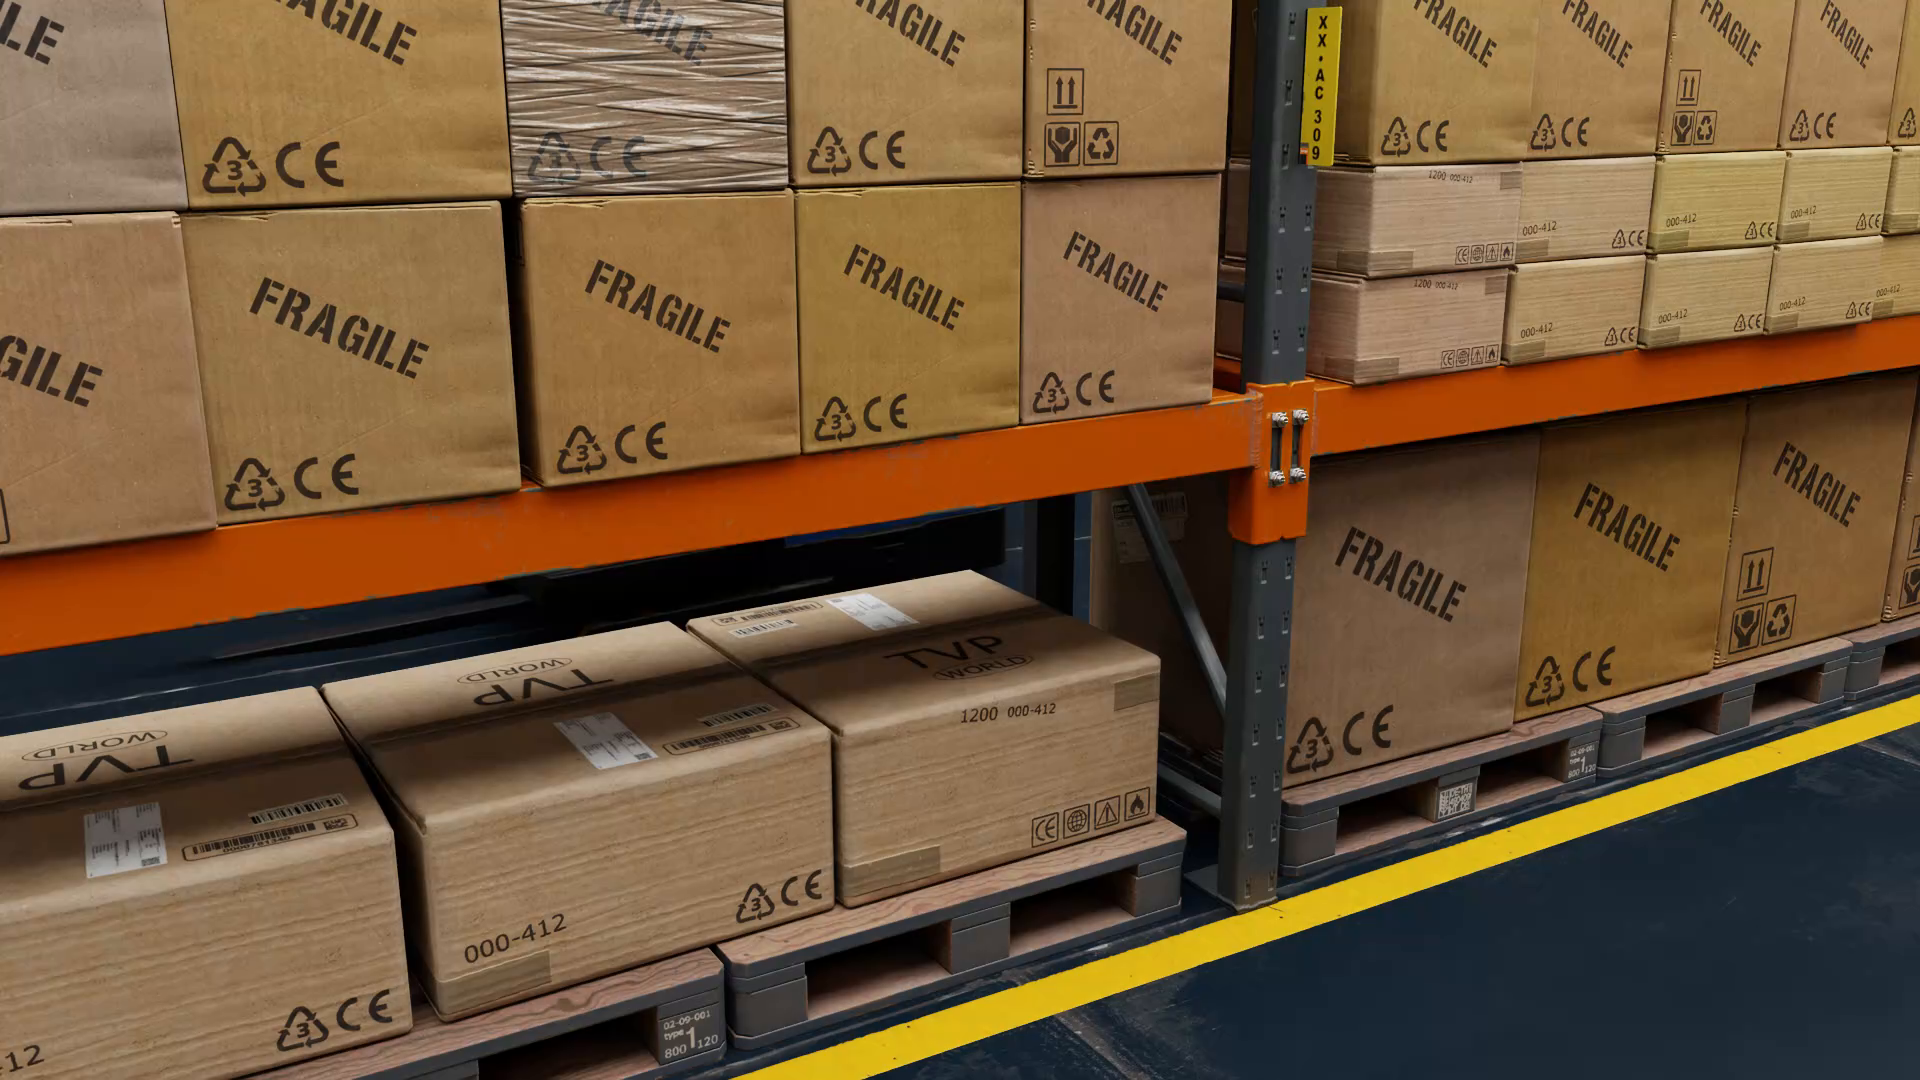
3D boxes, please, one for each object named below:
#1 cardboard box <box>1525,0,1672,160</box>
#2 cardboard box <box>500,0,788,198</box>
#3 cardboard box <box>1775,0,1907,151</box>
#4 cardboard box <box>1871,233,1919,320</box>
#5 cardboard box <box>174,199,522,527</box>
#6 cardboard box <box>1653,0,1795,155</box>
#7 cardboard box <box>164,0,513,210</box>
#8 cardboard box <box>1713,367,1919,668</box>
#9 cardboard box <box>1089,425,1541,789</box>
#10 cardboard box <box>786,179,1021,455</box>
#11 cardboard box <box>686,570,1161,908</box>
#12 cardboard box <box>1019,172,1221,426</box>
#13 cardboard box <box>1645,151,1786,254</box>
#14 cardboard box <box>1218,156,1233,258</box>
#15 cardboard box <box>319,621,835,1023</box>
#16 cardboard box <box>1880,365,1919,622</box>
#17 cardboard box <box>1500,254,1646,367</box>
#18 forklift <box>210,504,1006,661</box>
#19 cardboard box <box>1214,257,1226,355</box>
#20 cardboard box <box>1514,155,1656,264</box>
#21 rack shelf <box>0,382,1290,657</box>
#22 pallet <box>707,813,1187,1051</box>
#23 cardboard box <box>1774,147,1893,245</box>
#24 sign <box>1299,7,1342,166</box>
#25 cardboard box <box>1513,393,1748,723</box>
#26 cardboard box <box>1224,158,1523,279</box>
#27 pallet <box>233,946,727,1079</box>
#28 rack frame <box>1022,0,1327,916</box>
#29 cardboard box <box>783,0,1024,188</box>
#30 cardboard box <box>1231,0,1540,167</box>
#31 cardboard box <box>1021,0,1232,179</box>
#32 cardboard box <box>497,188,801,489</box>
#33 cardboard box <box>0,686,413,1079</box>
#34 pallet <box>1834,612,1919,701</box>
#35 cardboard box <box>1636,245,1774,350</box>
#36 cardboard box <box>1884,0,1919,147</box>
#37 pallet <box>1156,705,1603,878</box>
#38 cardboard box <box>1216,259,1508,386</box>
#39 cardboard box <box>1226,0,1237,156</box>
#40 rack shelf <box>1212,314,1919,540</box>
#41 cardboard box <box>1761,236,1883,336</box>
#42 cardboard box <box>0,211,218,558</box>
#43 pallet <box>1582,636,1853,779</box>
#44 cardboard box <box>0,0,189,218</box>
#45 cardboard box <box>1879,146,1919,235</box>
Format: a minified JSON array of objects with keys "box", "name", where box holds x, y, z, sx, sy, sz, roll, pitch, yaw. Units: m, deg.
[{"box":[1.431,-1.243,4.249,0.500,0.500,0.500,-9,18,-30],"name":"cardboard box"},{"box":[-0.649,-0.900,3.026,0.500,0.500,0.500,-9,18,-29],"name":"cardboard box"},{"box":[2.302,-1.386,4.758,0.500,0.500,0.500,-10,18,-31],"name":"cardboard box"},{"box":[2.743,-0.854,5.178,0.500,0.250,0.500,-9,18,-30],"name":"cardboard box"},{"box":[-1.100,-0.351,2.919,0.500,0.500,0.500,-9,18,-28],"name":"cardboard box"},{"box":[1.862,-1.312,4.496,0.500,0.500,0.500,-10,18,-31],"name":"cardboard box"},{"box":[-1.083,-0.832,2.784,0.500,0.500,0.500,-9,18,-29],"name":"cardboard box"},{"box":[2.511,-0.177,5.643,0.875,0.875,0.875,-9,18,-29],"name":"cardboard box"},{"box":[0.974,0.074,4.745,0.875,0.875,0.875,-9,18,-28],"name":"cardboard box"},{"box":[-0.220,-0.493,3.428,0.500,0.500,0.500,-10,18,-31],"name":"cardboard box"},{"box":[-0.110,0.452,4.208,0.875,0.438,0.875,-10,18,-31],"name":"cardboard box"},{"box":[0.218,-0.566,3.687,0.500,0.500,0.500,-9,18,-29],"name":"cardboard box"},{"box":[1.885,-0.949,4.590,0.500,0.250,0.500,-9,18,-29],"name":"cardboard box"},{"box":[0.737,-0.928,4.514,0.500,0.250,0.500,-9,18,-30],"name":"cardboard box"},{"box":[-0.877,0.577,3.764,0.875,0.438,0.875,-10,18,-31],"name":"cardboard box"},{"box":[3.278,-0.300,6.081,0.875,0.875,0.875,-9,18,-30],"name":"cardboard box"},{"box":[1.440,-0.642,4.420,0.500,0.250,0.500,-10,18,-31],"name":"cardboard box"},{"box":[-1.310,-1.130,6.012,3.031,2.935,1.130,-11,19,-34],"name":"forklift"},{"box":[0.738,-0.690,4.593,0.500,0.250,0.500,-10,18,-31],"name":"cardboard box"},{"box":[1.439,-0.885,4.362,0.500,0.250,0.500,-9,18,-29],"name":"cardboard box"},{"box":[-1.231,-0.017,3.247,4.000,0.370,1.077,-9,18,-30],"name":"rack shelf"},{"box":[-0.208,0.789,4.206,1.213,0.211,1.003,-9,18,-30],"name":"pallet"},{"box":[2.317,-1.020,4.842,0.500,0.250,0.500,-10,18,-31],"name":"cardboard box"},{"box":[0.771,-0.969,3.557,0.005,0.325,0.100,-9,18,-30],"name":"sign"},{"box":[1.744,-0.053,5.200,0.875,0.875,0.875,-9,18,-28],"name":"cardboard box"},{"box":[1.006,-0.806,4.080,0.500,0.250,0.500,-10,18,-31],"name":"cardboard box"},{"box":[-1.255,0.959,3.597,1.213,0.211,1.003,-9,18,-30],"name":"pallet"},{"box":[0.484,-0.642,4.142,0.127,3.000,1.000,-9,18,-30],"name":"rack frame"},{"box":[-0.218,-0.973,3.287,0.500,0.500,0.500,-10,18,-31],"name":"cardboard box"},{"box":[1.009,-1.166,3.974,0.500,0.500,0.500,-9,18,-29],"name":"cardboard box"},{"box":[0.222,-1.042,3.531,0.500,0.500,0.500,-9,18,-30],"name":"cardboard box"},{"box":[-0.644,-0.420,3.166,0.500,0.500,0.500,-10,18,-31],"name":"cardboard box"},{"box":[-1.651,0.702,3.318,0.875,0.438,0.875,-9,18,-28],"name":"cardboard box"},{"box":[3.198,0.237,6.173,1.213,0.211,1.003,-9,18,-30],"name":"pallet"},{"box":[1.887,-0.709,4.661,0.500,0.250,0.500,-9,18,-30],"name":"cardboard box"},{"box":[2.739,-1.454,5.003,0.500,0.500,0.500,-9,18,-30],"name":"cardboard box"},{"box":[1.106,0.576,4.963,1.213,0.211,1.003,-9,18,-30],"name":"pallet"},{"box":[0.997,-0.570,4.162,0.500,0.250,0.500,-10,18,-31],"name":"cardboard box"},{"box":[0.737,-1.292,4.422,0.500,0.500,0.500,-9,18,-28],"name":"cardboard box"},{"box":[2.198,-0.573,5.231,4.000,0.370,1.077,-9,18,-30],"name":"rack shelf"},{"box":[2.321,-0.777,4.901,0.500,0.250,0.500,-10,18,-31],"name":"cardboard box"},{"box":[-1.521,-0.277,2.657,0.500,0.500,0.500,-9,18,-30],"name":"cardboard box"},{"box":[2.153,0.406,5.572,1.213,0.211,1.003,-9,18,-30],"name":"pallet"},{"box":[-1.510,-0.763,2.536,0.500,0.500,0.500,-9,18,-30],"name":"cardboard box"},{"box":[2.762,-1.092,5.100,0.500,0.250,0.500,-10,18,-31],"name":"cardboard box"}]
